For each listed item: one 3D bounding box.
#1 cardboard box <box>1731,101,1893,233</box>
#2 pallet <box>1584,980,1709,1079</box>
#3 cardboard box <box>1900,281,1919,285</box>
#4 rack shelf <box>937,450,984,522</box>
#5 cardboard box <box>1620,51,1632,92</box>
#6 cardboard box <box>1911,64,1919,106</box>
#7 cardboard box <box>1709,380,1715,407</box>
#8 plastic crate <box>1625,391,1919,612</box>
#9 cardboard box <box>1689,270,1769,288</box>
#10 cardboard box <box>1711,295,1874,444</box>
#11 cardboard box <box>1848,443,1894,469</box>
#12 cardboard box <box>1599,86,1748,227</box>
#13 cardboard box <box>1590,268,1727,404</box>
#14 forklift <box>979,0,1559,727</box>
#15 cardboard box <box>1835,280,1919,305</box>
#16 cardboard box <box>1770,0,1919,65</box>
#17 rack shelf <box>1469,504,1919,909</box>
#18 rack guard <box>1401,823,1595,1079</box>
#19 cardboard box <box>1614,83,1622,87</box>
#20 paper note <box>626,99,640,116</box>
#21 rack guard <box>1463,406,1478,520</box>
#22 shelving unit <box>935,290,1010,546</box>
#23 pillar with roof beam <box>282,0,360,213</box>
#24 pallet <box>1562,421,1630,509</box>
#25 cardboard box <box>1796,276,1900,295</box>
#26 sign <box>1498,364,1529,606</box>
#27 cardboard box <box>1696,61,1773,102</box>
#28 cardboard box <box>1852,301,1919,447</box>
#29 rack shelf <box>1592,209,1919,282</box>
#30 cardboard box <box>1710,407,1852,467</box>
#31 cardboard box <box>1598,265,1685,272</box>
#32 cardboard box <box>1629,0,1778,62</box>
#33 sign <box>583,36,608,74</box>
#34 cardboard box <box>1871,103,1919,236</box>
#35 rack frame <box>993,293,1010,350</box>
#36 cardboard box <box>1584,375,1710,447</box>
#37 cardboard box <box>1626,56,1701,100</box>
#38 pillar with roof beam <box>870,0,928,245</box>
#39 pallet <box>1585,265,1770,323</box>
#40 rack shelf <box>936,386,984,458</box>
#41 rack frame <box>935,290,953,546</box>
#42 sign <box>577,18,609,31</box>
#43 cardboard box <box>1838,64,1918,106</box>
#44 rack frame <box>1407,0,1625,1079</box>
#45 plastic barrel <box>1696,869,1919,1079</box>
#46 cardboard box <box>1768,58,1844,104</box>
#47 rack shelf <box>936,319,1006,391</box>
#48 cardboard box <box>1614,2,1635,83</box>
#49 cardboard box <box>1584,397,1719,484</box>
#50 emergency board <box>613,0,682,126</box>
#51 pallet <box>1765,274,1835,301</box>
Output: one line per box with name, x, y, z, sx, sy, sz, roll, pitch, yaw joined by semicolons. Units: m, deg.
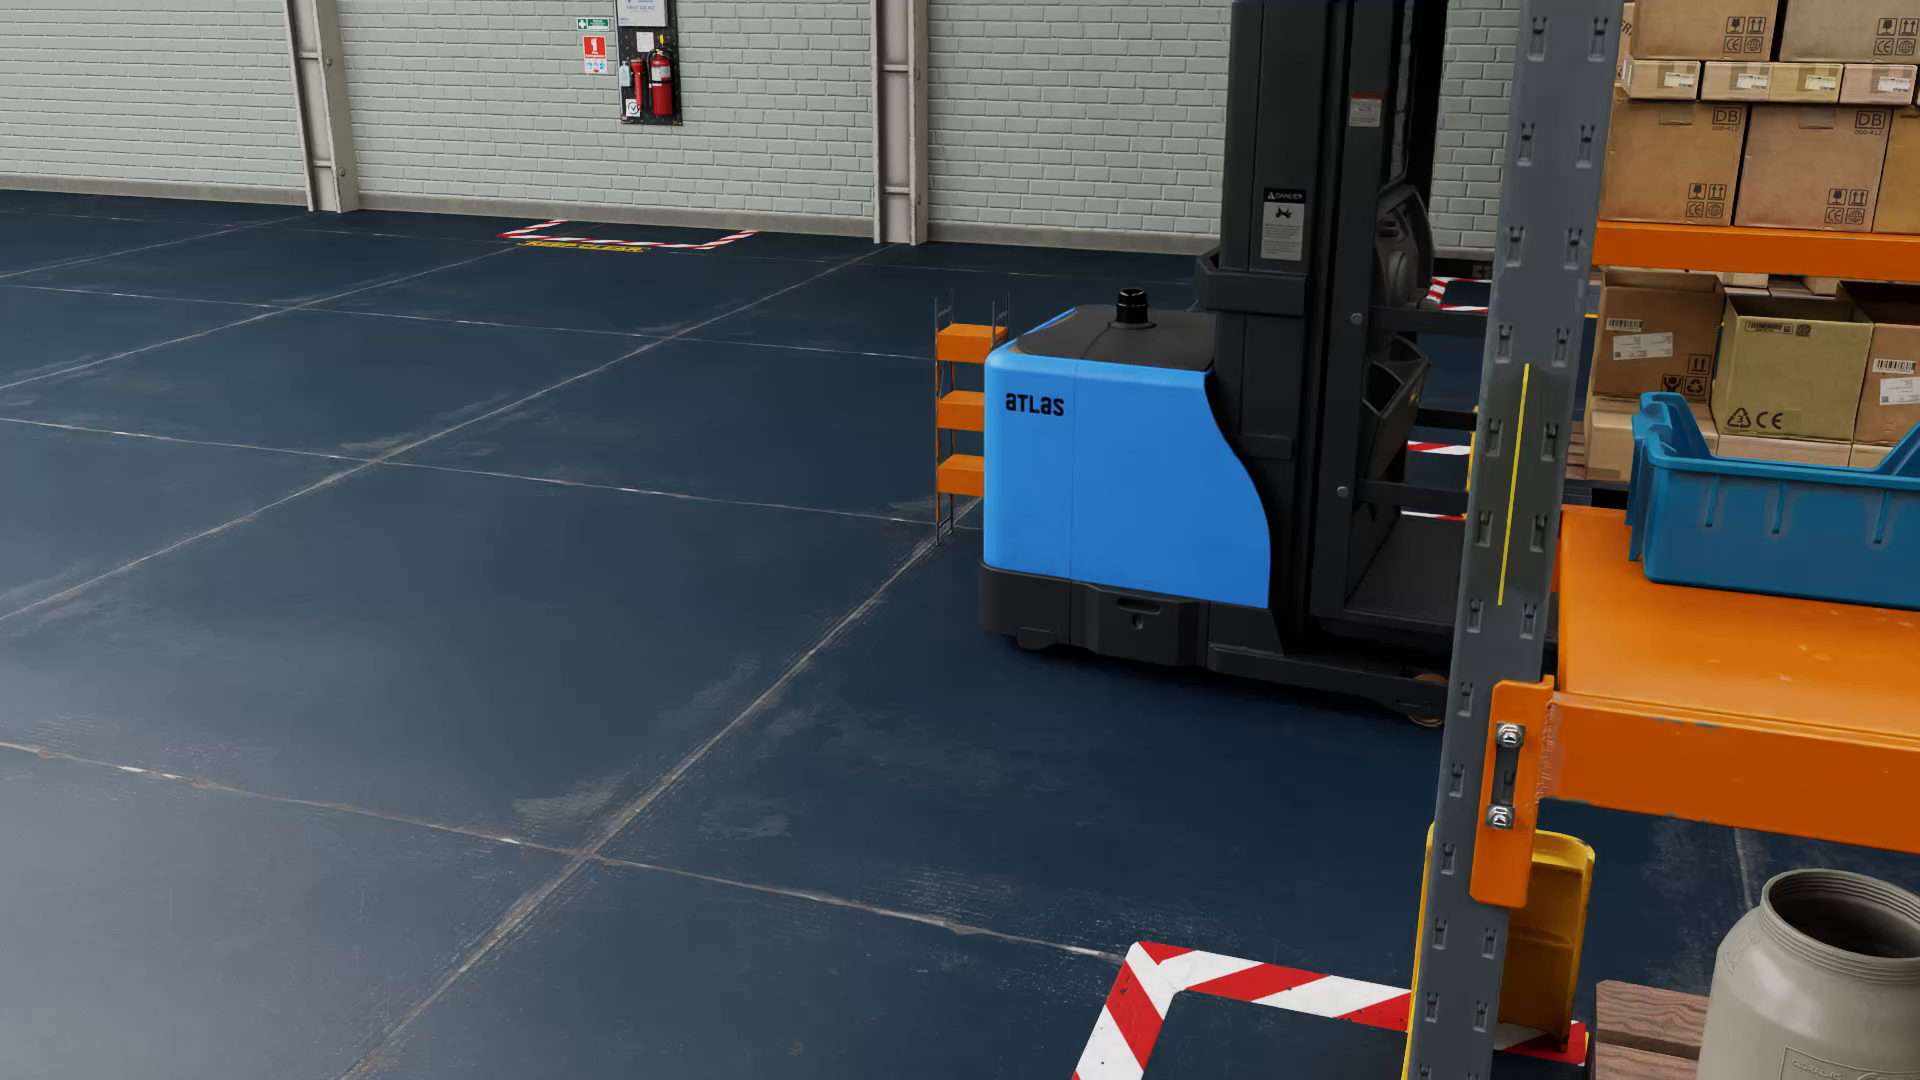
cardboard box;3.519;-1.593;6.937;0.500;0.500;0.700;7;20;19
pallet;1.808;1.284;3.072;1.213;0.211;1.003;7;20;18
cardboard box;6.481;-1.804;11.359;0.250;0.149;0.380;5;20;14
rack shelf;0.051;-0.218;6.982;0.240;0.259;0.215;7;20;18
cardboard box;3.008;-2.027;7.196;0.250;0.149;0.380;6;20;17
cardboard box;3.860;-1.789;6.513;0.250;0.149;0.380;6;20;16
cardboard box;3.664;-0.539;7.605;0.500;0.250;0.500;7;20;18
plastic crate;1.526;-0.084;2.987;0.616;0.251;0.499;7;20;18
cardboard box;5.369;-1.970;11.587;0.500;0.311;0.500;8;21;23
cardboard box;3.491;-0.729;7.010;0.500;0.500;0.500;7;20;18
cardboard box;3.964;-0.321;6.980;0.500;0.250;0.500;7;20;18
cardboard box;3.021;-1.648;7.096;0.500;0.500;0.700;7;20;18
cardboard box;3.189;-0.944;7.627;0.500;0.500;0.500;7;20;18
forklift;1.633;-0.957;5.369;3.031;2.935;1.130;8;21;22
cardboard box;4.138;-0.841;7.331;0.500;0.500;0.500;7;20;18
cardboard box;3.570;-2.200;6.707;0.500;0.500;0.700;6;20;17
rack shelf;2.844;0.440;2.350;4.000;0.370;1.077;7;20;18
rack guard;1.042;1.058;3.281;0.348;0.500;1.175;7;20;18
cardboard box;4.563;-2.983;11.275;0.500;0.250;0.500;6;20;16
paper note;-2.983;-3.941;15.163;0.142;0.148;0.016;7;20;18
rack guard;2.562;-0.478;7.687;0.348;0.500;1.175;7;20;18
shelving unit;0.051;-0.490;6.887;0.252;1.050;0.215;7;20;18
pillar with roof beam;-7.597;-6.180;11.134;0.400;9.000;9.100;7;20;18
pallet;3.320;-0.269;7.527;1.213;0.211;1.003;7;20;18
cardboard box;6.046;-1.964;11.284;0.500;0.500;0.700;5;20;15
sign;0.771;-0.076;2.316;0.005;0.325;0.100;7;20;18
cardboard box;3.135;-1.872;6.752;0.250;0.149;0.380;6;20;17
cardboard box;3.967;-0.679;6.867;0.500;0.500;0.500;7;20;18
rack shelf;4.474;-1.100;6.767;4.000;0.370;1.077;7;20;18
cardboard box;3.491;-0.375;7.135;0.500;0.250;0.500;7;20;18
cardboard box;4.830;-2.031;11.763;0.500;0.311;0.500;4;20;12
cardboard box;3.071;-2.255;6.866;0.500;0.500;0.700;7;20;18
sign;-3.326;-4.425;15.159;0.234;0.329;0.001;7;20;18
cardboard box;3.986;-1.538;6.778;0.500;0.500;0.700;7;20;18
rack frame;0.166;-0.477;6.849;0.008;1.050;0.200;7;20;18
cardboard box;3.188;-0.589;7.749;0.500;0.250;0.500;7;20;18
cardboard box;2.884;-1.900;6.831;0.250;0.149;0.380;6;20;18
pillar with roof beam;-1.929;-5.532;9.274;0.400;9.000;9.100;7;20;18
pallet;5.034;-1.772;11.840;1.213;0.211;1.003;7;20;18
rack shelf;0.051;-0.480;6.890;0.240;0.259;0.215;7;20;18
rack frame;-0.065;-0.503;6.925;0.008;1.050;0.200;7;20;18
sign;-3.325;-4.672;15.062;0.331;0.109;0.001;7;20;18
cardboard box;3.607;-1.817;6.593;0.250;0.149;0.380;6;20;17
rack frame;0.955;-0.116;2.851;0.127;3.000;1.000;7;20;18
plastic barrel;1.602;0.908;3.056;0.421;0.512;0.421;0;19;0
cardboard box;3.370;-1.845;6.673;0.250;0.149;0.380;7;20;18
rack shelf;0.051;-0.748;6.797;0.240;0.259;0.215;7;20;18
cardboard box;4.559;-3.344;11.170;0.500;0.500;0.500;7;20;18
cardboard box;3.018;-0.428;7.287;0.500;0.250;0.500;7;20;18
emergency board;-2.838;-4.316;14.902;0.643;1.169;0.194;7;20;18
pallet;6.183;-1.640;11.460;1.213;0.211;1.003;7;20;18
